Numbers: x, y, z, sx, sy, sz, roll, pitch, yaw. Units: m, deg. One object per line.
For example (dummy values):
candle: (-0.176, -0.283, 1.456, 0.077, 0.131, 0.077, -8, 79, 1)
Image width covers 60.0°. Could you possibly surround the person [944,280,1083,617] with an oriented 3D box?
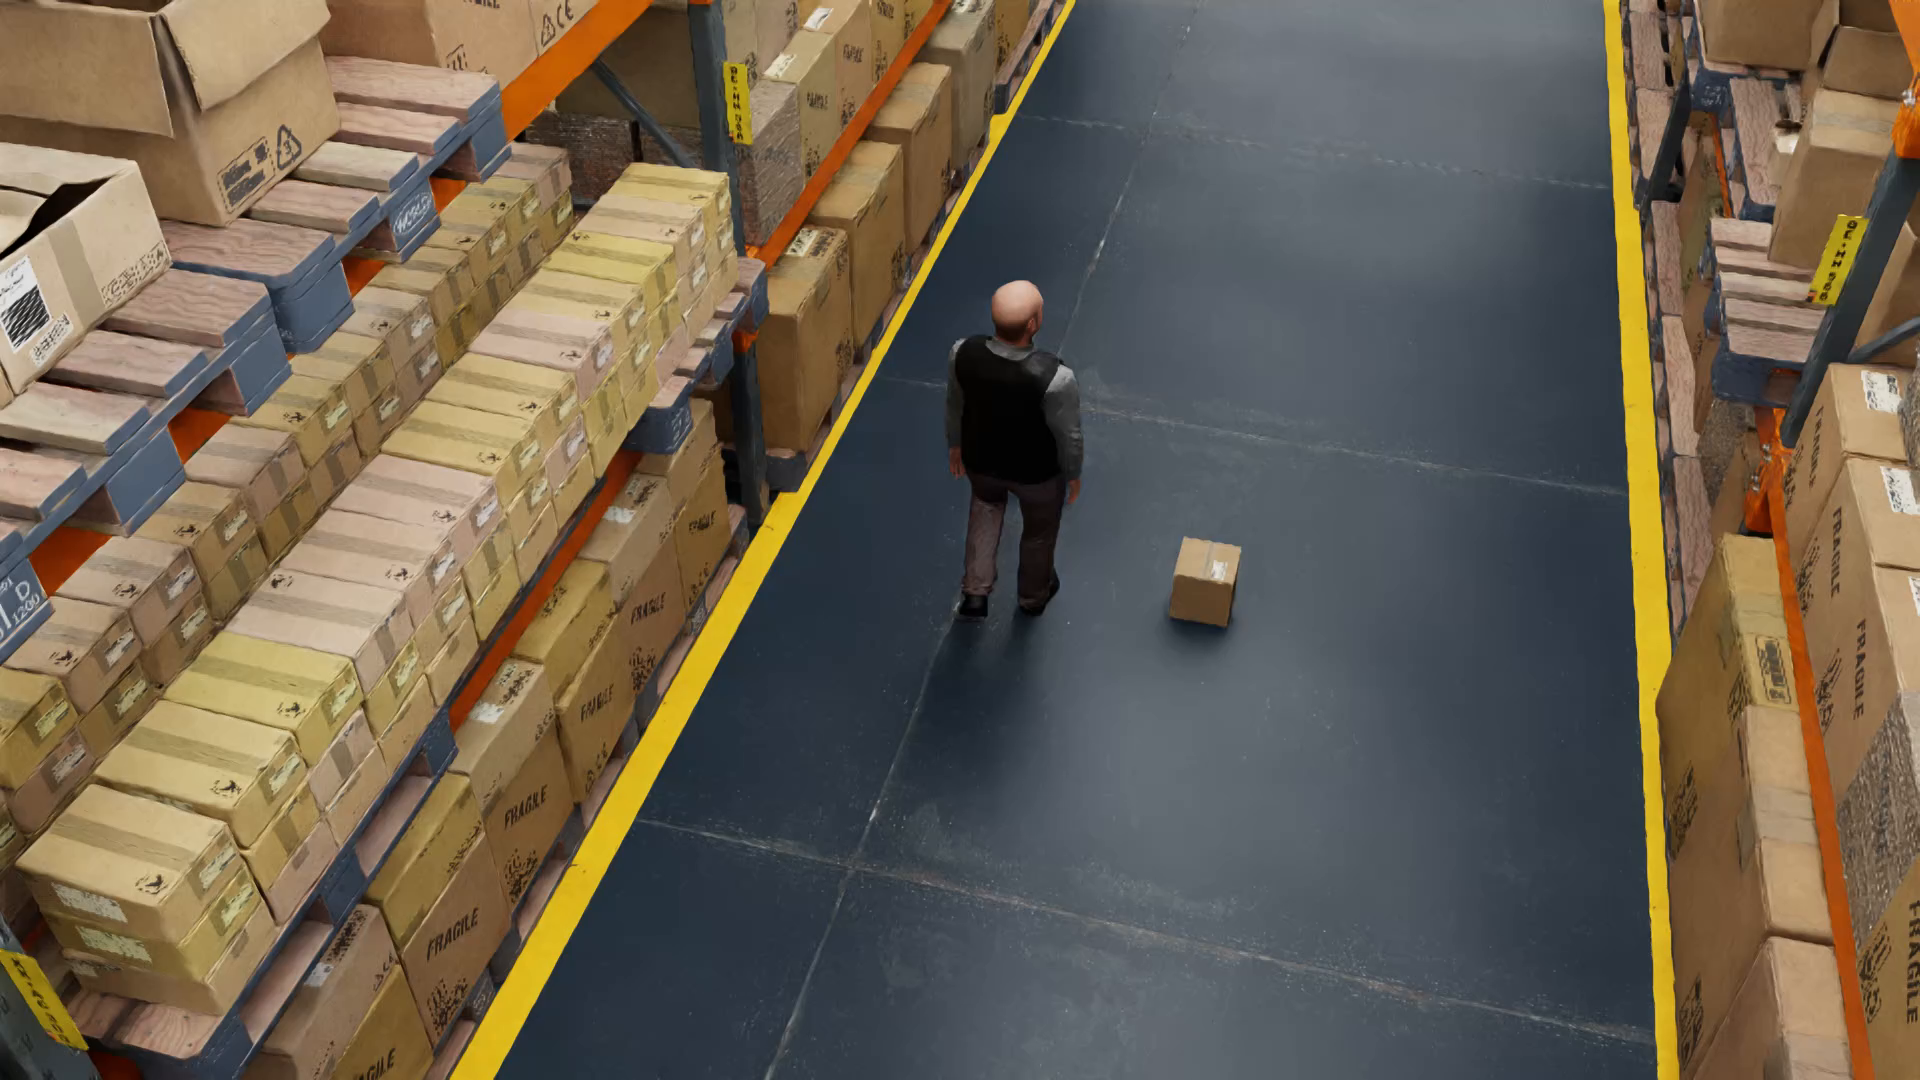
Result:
person: (0.246, -0.344, 6.570, 0.563, 1.715, 0.572, 15, 43, 17)
